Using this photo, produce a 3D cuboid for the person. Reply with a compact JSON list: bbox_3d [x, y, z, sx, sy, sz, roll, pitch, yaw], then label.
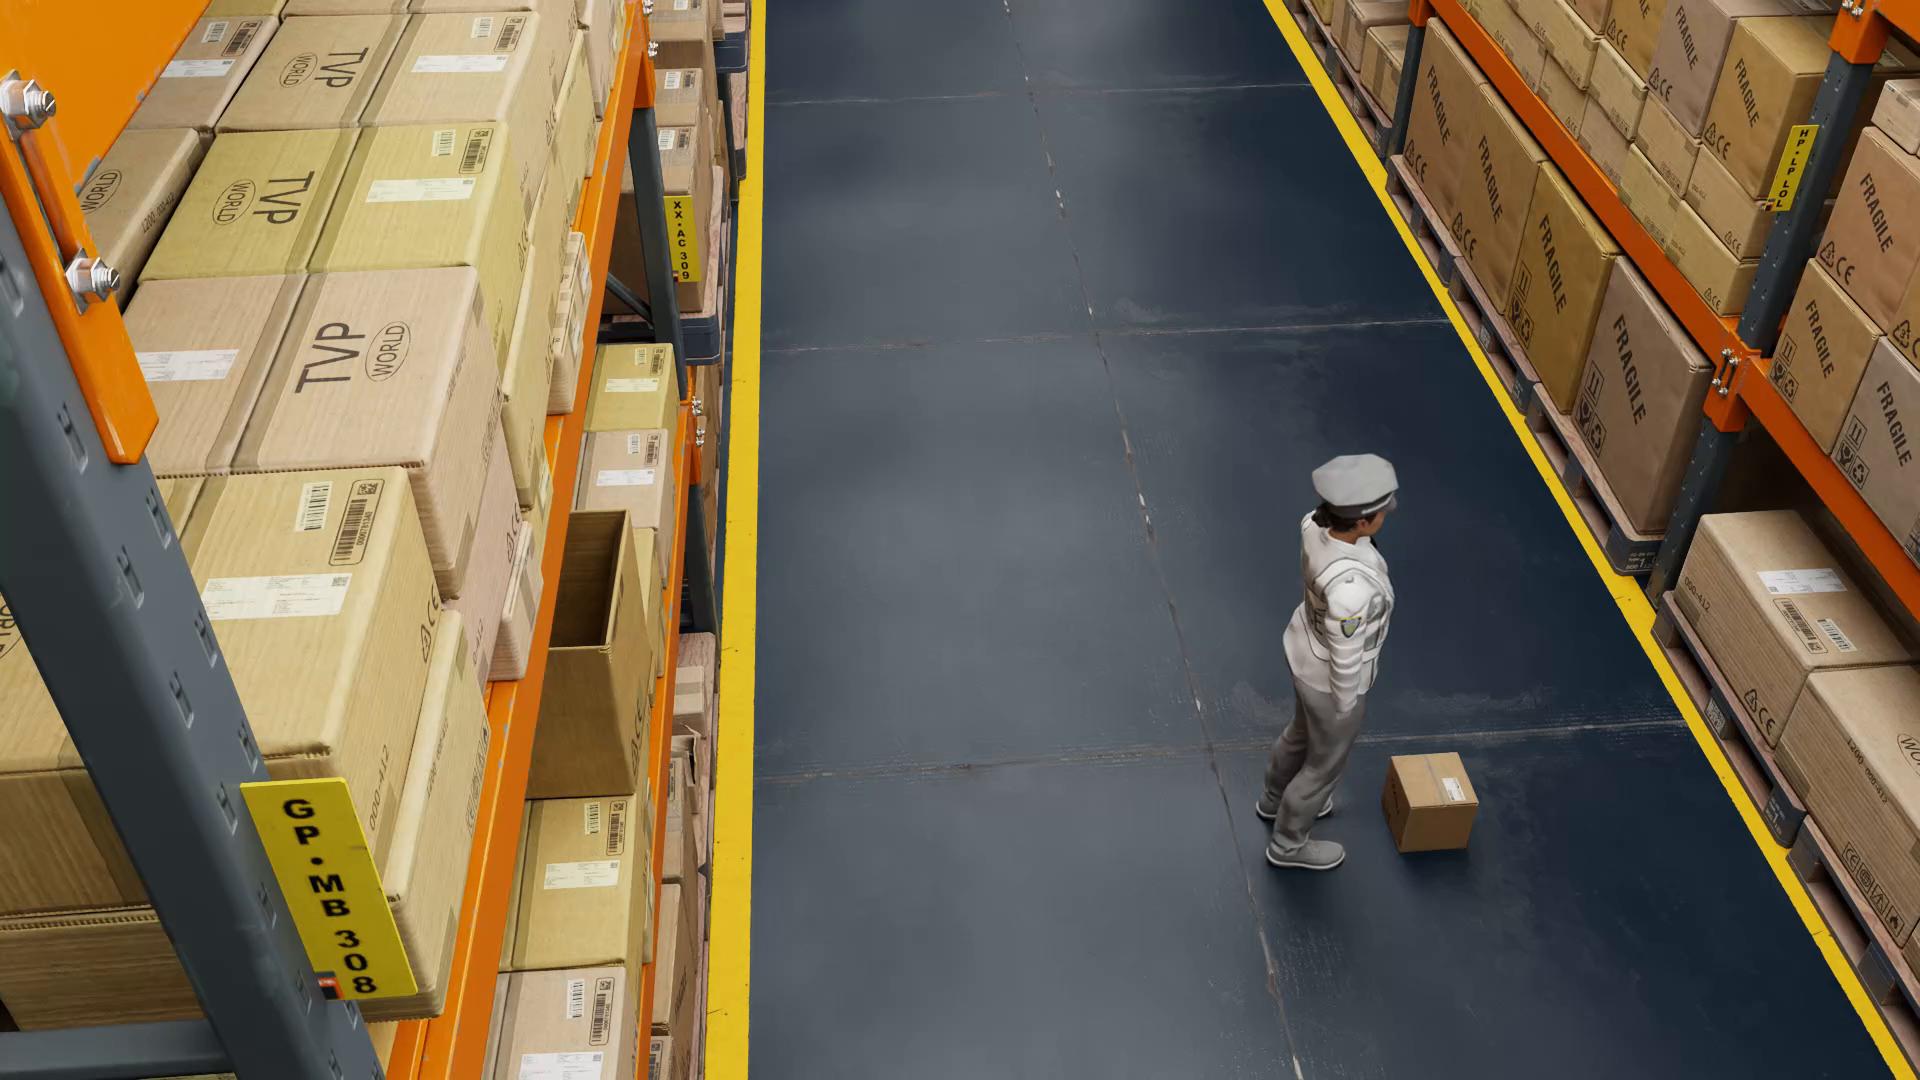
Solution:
[{"bbox_3d":[1.247,0.441,5.614,0.306,1.669,0.361,-2,39,-3],"label":"person"}]
